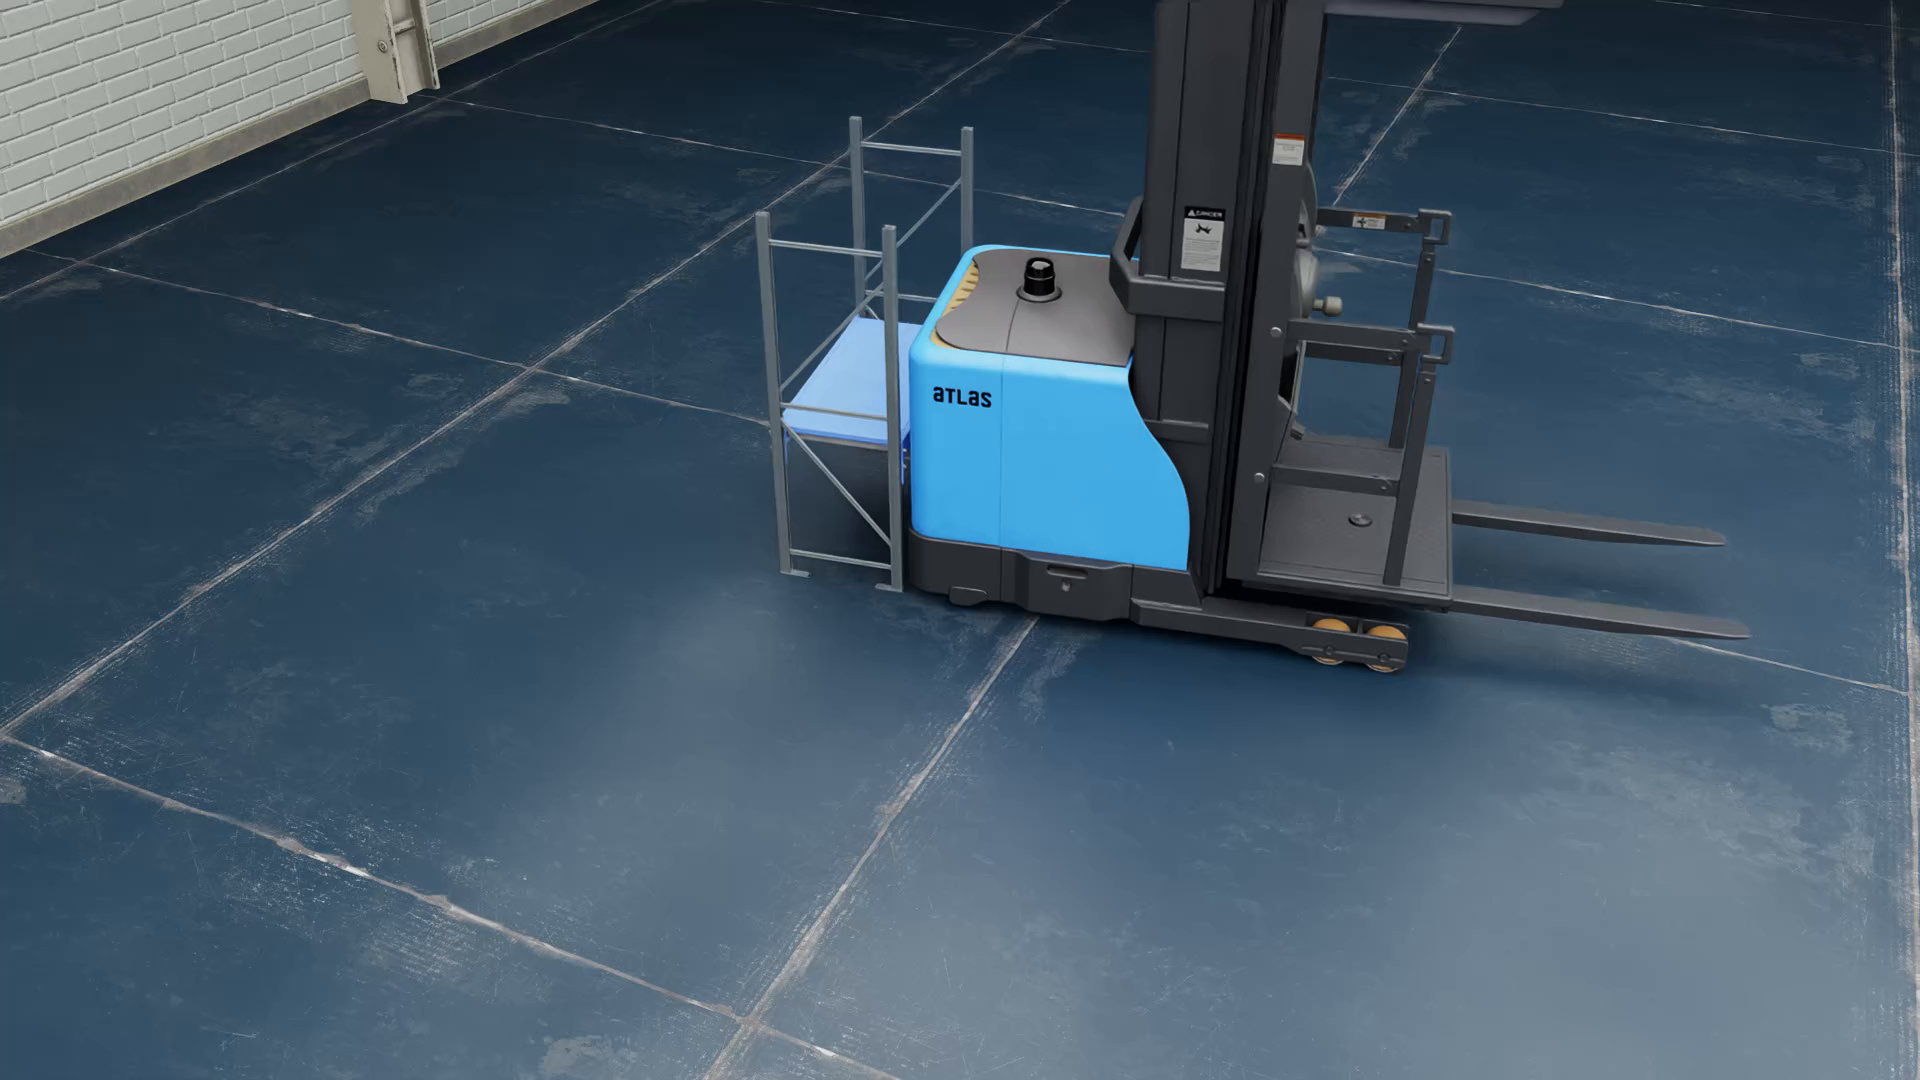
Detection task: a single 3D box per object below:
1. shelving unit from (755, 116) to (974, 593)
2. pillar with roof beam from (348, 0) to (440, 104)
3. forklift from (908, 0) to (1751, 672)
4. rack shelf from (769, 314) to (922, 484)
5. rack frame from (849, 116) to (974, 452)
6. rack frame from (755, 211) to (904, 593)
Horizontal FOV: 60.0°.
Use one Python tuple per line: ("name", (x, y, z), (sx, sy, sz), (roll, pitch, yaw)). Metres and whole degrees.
("shelving unit", (-0.327, -0.734, 6.502), (0.538, 1.500, 1.048), (9, 34, 13))
("pillar with roof beam", (0.085, -5.856, 7.474), (9.100, 9.000, 0.400), (14, 36, 20))
("forklift", (1.376, -1.069, 5.707), (3.031, 2.935, 1.130), (7, 34, 11))
("rack shelf", (-0.327, -0.584, 6.601), (0.538, 0.185, 1.000), (9, 34, 13))
("rack frame", (-0.192, -1.003, 6.912), (0.500, 1.500, 0.032), (9, 34, 13))
("rack frame", (-0.461, -0.466, 6.092), (0.500, 1.500, 0.032), (9, 34, 13))
